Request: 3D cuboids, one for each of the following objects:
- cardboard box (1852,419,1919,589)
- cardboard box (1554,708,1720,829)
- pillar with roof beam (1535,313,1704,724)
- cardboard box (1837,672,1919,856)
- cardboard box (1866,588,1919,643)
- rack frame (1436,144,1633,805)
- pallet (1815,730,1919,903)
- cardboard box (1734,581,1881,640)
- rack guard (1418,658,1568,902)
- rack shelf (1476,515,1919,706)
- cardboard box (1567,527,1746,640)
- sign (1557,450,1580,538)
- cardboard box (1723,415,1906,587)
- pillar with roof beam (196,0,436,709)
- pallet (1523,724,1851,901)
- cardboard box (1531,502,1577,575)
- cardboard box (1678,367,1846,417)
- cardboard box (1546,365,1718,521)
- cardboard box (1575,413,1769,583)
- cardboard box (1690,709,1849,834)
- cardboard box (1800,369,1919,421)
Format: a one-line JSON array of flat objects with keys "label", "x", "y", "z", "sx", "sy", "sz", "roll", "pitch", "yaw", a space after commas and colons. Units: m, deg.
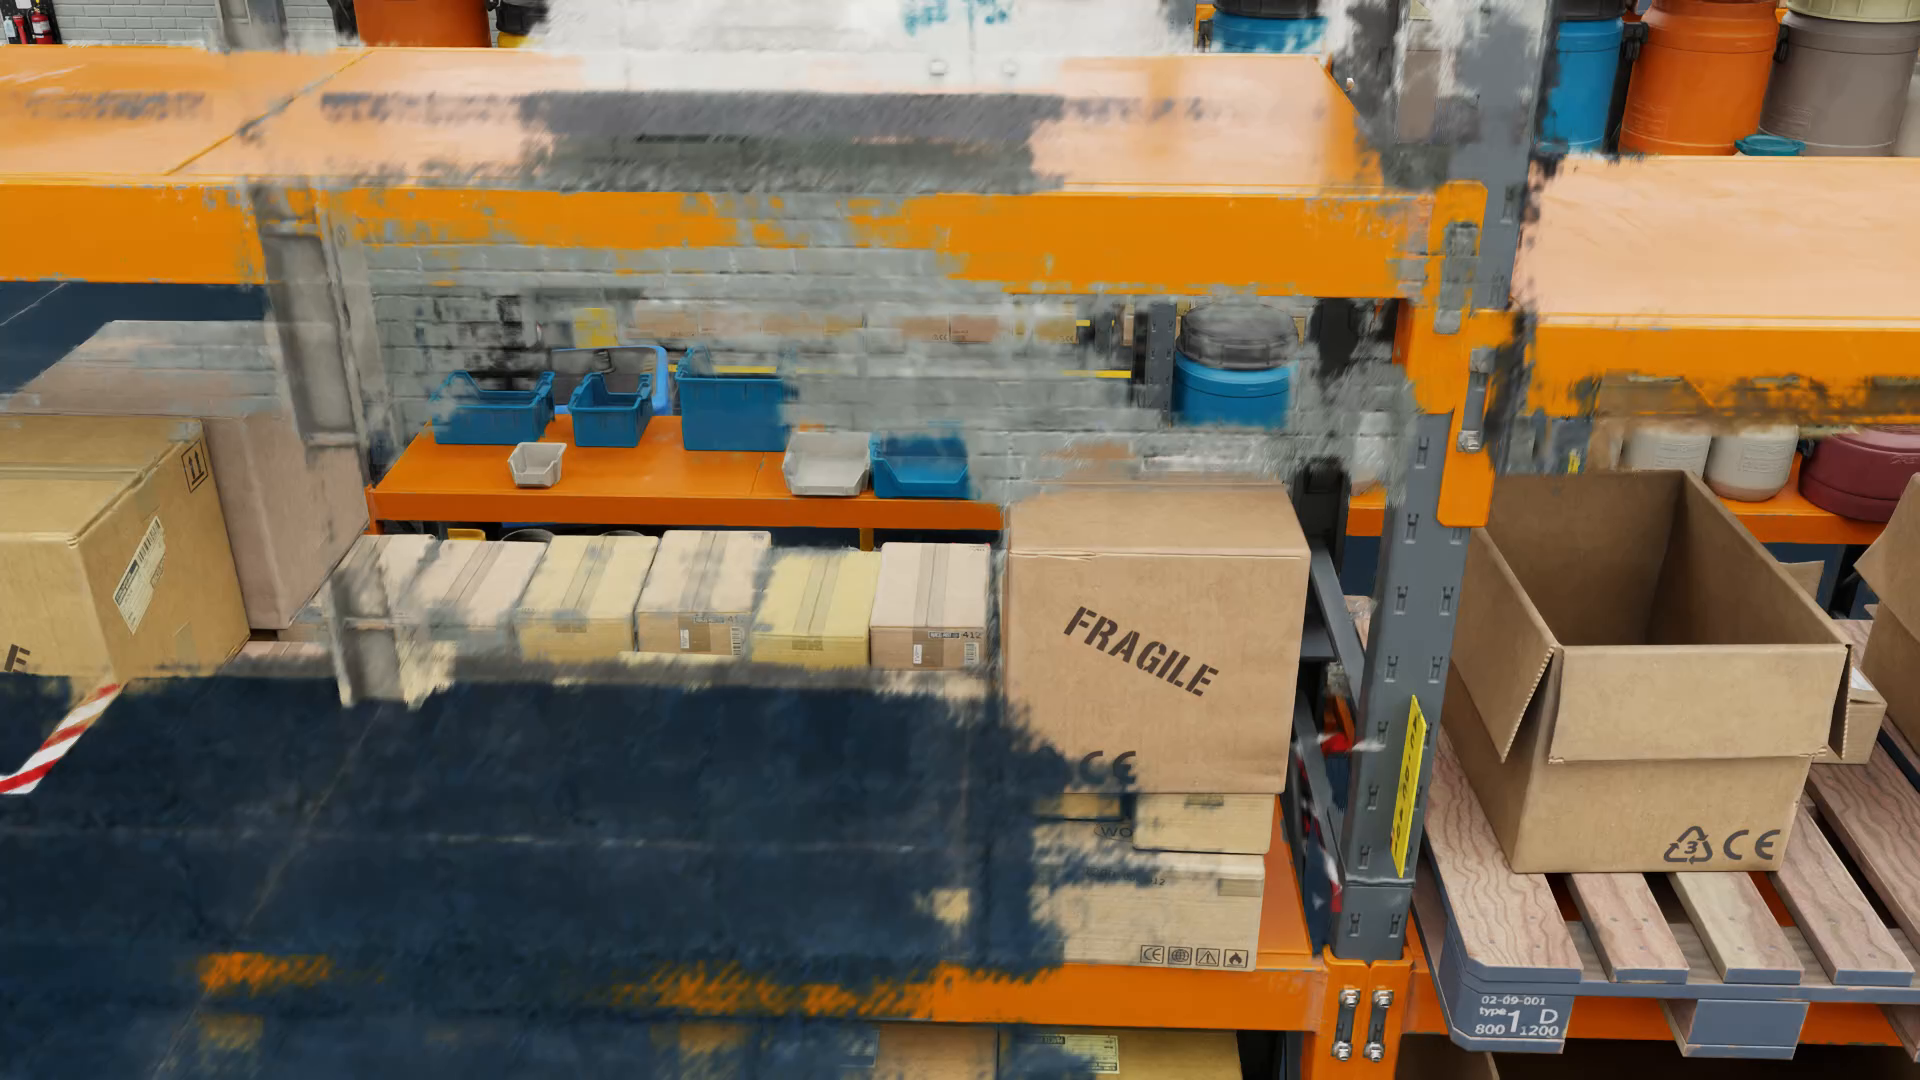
[{"label": "cardboard box", "x": -1.205, "y": -5.392, "z": 16.982, "sx": 0.500, "sy": 0.500, "sz": 0.500, "roll": 0, "pitch": 28, "yaw": 0}, {"label": "cardboard box", "x": -1.993, "y": -4.244, "z": 17.879, "sx": 0.500, "sy": 0.311, "sz": 0.500, "roll": -2, "pitch": 28, "yaw": -4}, {"label": "pillar with roof beam", "x": -2.103, "y": -6.320, "z": 12.989, "sx": 0.400, "sy": 9.000, "sz": 9.100, "roll": 1, "pitch": 28, "yaw": 2}, {"label": "cardboard box", "x": -0.692, "y": -4.282, "z": 17.750, "sx": 0.500, "sy": 0.500, "sz": 0.700, "roll": -1, "pitch": 28, "yaw": -1}, {"label": "cardboard box", "x": -1.176, "y": -5.064, "z": 17.164, "sx": 0.500, "sy": 0.250, "sz": 0.500, "roll": 1, "pitch": 28, "yaw": 1}, {"label": "rack frame", "x": -2.681, "y": -5.291, "z": 17.453, "sx": 0.127, "sy": 3.000, "sz": 1.000, "roll": 1, "pitch": 28, "yaw": 2}, {"label": "pallet", "x": -0.578, "y": -4.006, "z": 18.007, "sx": 1.213, "sy": 0.211, "sz": 1.003, "roll": 1, "pitch": 28, "yaw": 2}, {"label": "cardboard box", "x": -1.685, "y": -5.075, "z": 17.185, "sx": 0.500, "sy": 0.250, "sz": 0.500, "roll": 0, "pitch": 28, "yaw": 0}, {"label": "rack guard", "x": -2.605, "y": -4.185, "z": 18.037, "sx": 0.348, "sy": 0.500, "sz": 1.175, "roll": 1, "pitch": 28, "yaw": 2}, {"label": "rack shelf", "x": -0.682, "y": -4.940, "z": 17.560, "sx": 4.000, "sy": 0.370, "sz": 1.077, "roll": 1, "pitch": 28, "yaw": 2}, {"label": "cardboard box", "x": -2.205, "y": -5.077, "z": 17.188, "sx": 0.500, "sy": 0.250, "sz": 0.500, "roll": 0, "pitch": 28, "yaw": 0}, {"label": "sign", "x": -2.700, "y": -5.419, "z": 16.772, "sx": 0.005, "sy": 0.325, "sz": 0.100, "roll": 1, "pitch": 28, "yaw": 2}, {"label": "cardboard box", "x": -1.721, "y": -5.403, "z": 17.004, "sx": 0.500, "sy": 0.500, "sz": 0.500, "roll": 1, "pitch": 28, "yaw": 2}, {"label": "pillar with roof beam", "x": -8.099, "y": -6.419, "z": 13.176, "sx": 0.400, "sy": 9.000, "sz": 9.100, "roll": 1, "pitch": 28, "yaw": 2}, {"label": "pallet", "x": -1.794, "y": -4.028, "z": 18.048, "sx": 1.213, "sy": 0.211, "sz": 1.003, "roll": 1, "pitch": 28, "yaw": 2}, {"label": "cardboard box", "x": -2.207, "y": -5.316, "z": 17.641, "sx": 0.500, "sy": 0.250, "sz": 0.500, "roll": 1, "pitch": 28, "yaw": 3}, {"label": "cardboard box", "x": -1.700, "y": -5.643, "z": 17.457, "sx": 0.500, "sy": 0.500, "sz": 0.500, "roll": 1, "pitch": 28, "yaw": 2}, {"label": "cardboard box", "x": -2.202, "y": -5.656, "z": 17.481, "sx": 0.500, "sy": 0.500, "sz": 0.500, "roll": 1, "pitch": 28, "yaw": 1}, {"label": "cardboard box", "x": -2.215, "y": -5.416, "z": 17.028, "sx": 0.500, "sy": 0.500, "sz": 0.500, "roll": 1, "pitch": 28, "yaw": 2}, {"label": "cardboard box", "x": -1.423, "y": -4.234, "z": 17.861, "sx": 0.500, "sy": 0.311, "sz": 0.500, "roll": 3, "pitch": 28, "yaw": 6}, {"label": "cardboard box", "x": -1.183, "y": -5.637, "z": 17.445, "sx": 0.500, "sy": 0.500, "sz": 0.500, "roll": 0, "pitch": 28, "yaw": 0}]
